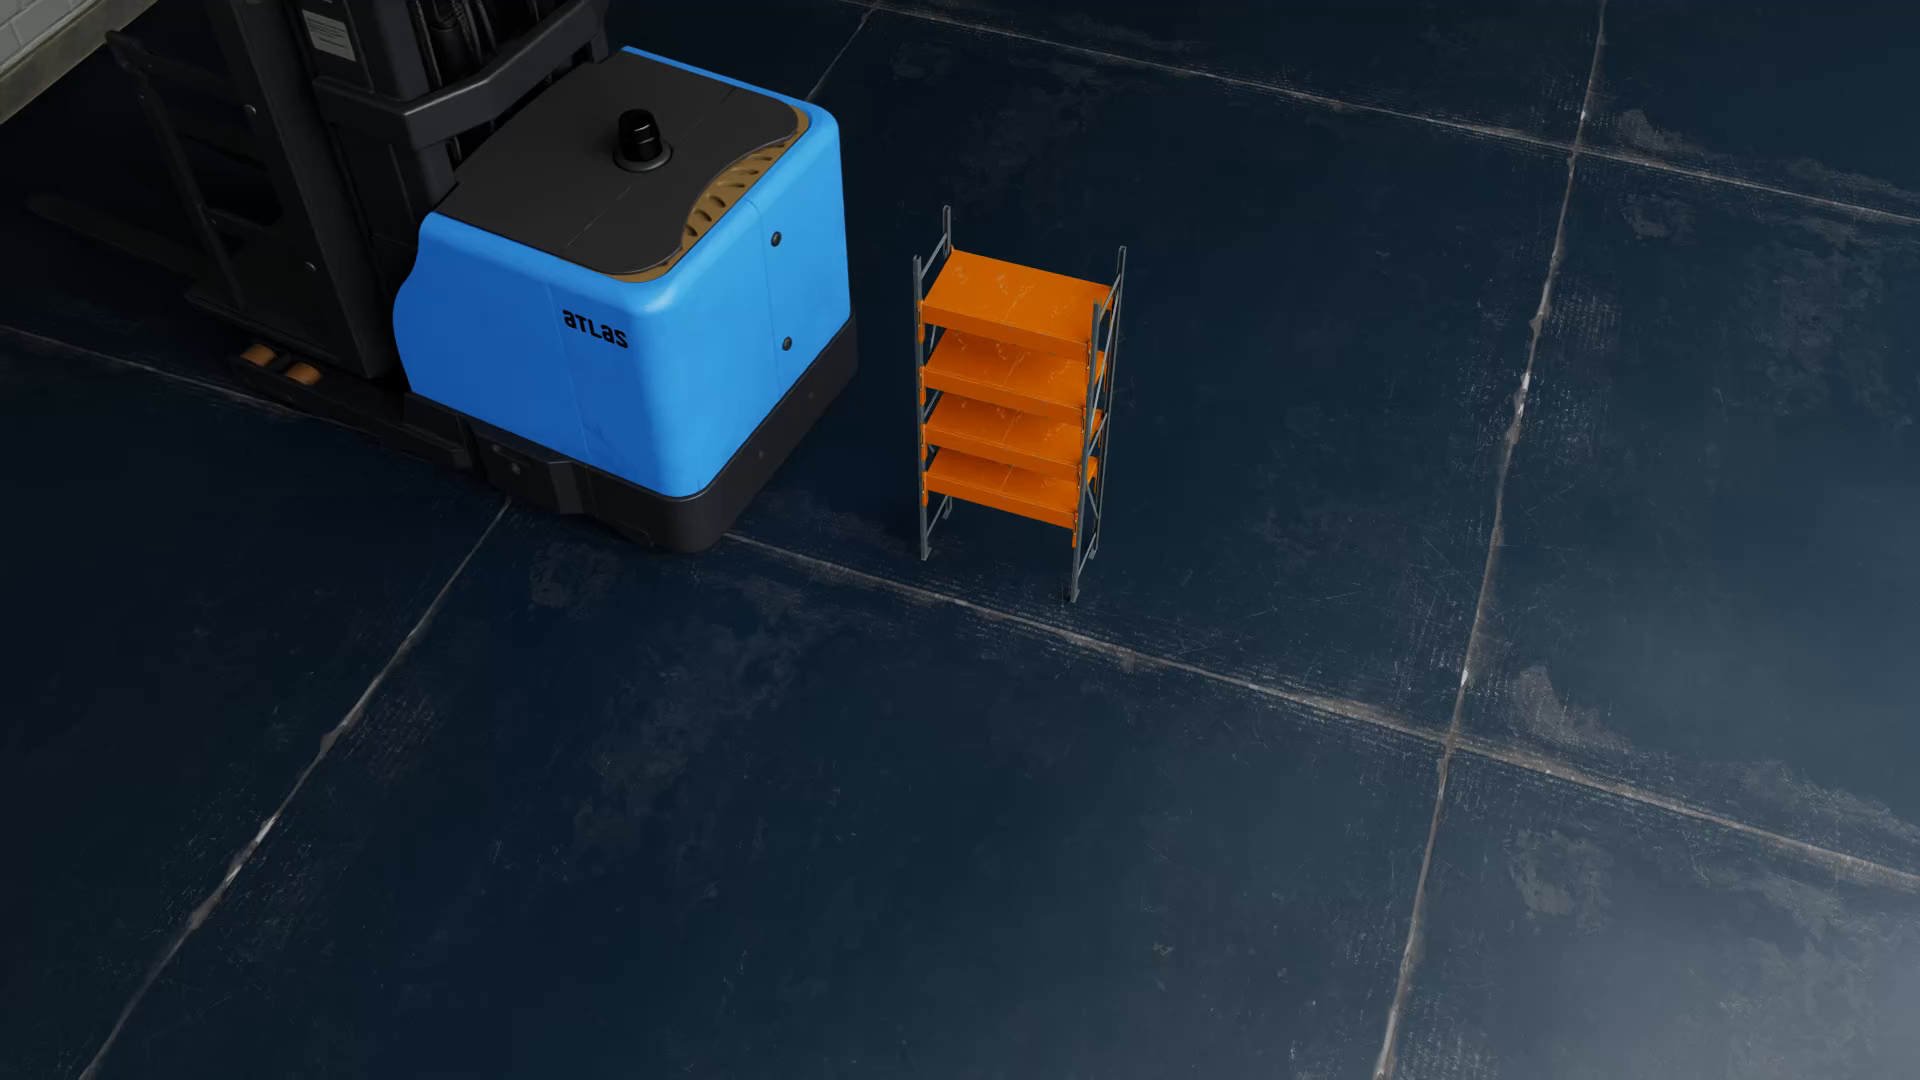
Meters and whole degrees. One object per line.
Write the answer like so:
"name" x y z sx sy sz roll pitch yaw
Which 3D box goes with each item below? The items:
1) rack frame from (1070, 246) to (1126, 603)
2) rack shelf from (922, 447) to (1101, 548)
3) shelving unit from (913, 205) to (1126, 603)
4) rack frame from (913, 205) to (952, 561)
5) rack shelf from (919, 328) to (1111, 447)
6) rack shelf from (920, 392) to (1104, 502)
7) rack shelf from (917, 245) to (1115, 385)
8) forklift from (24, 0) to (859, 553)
"rack frame" 0.384 -0.286 4.704 0.015 1.200 0.240 16 51 13
"rack shelf" 0.155 -0.176 4.960 0.480 0.148 0.258 16 51 13
"shelving unit" 0.155 -0.350 4.759 0.503 1.200 0.258 16 51 13
"rack frame" -0.074 -0.414 4.814 0.015 1.200 0.240 16 51 13
"rack shelf" 0.155 -0.452 4.641 0.480 0.148 0.258 16 51 13
"rack shelf" 0.155 -0.306 4.810 0.480 0.148 0.258 16 51 13
"rack shelf" 0.155 -0.607 4.462 0.480 0.148 0.258 16 51 13
"forklift" -1.893 -1.725 4.806 3.031 2.935 1.130 22 52 18
